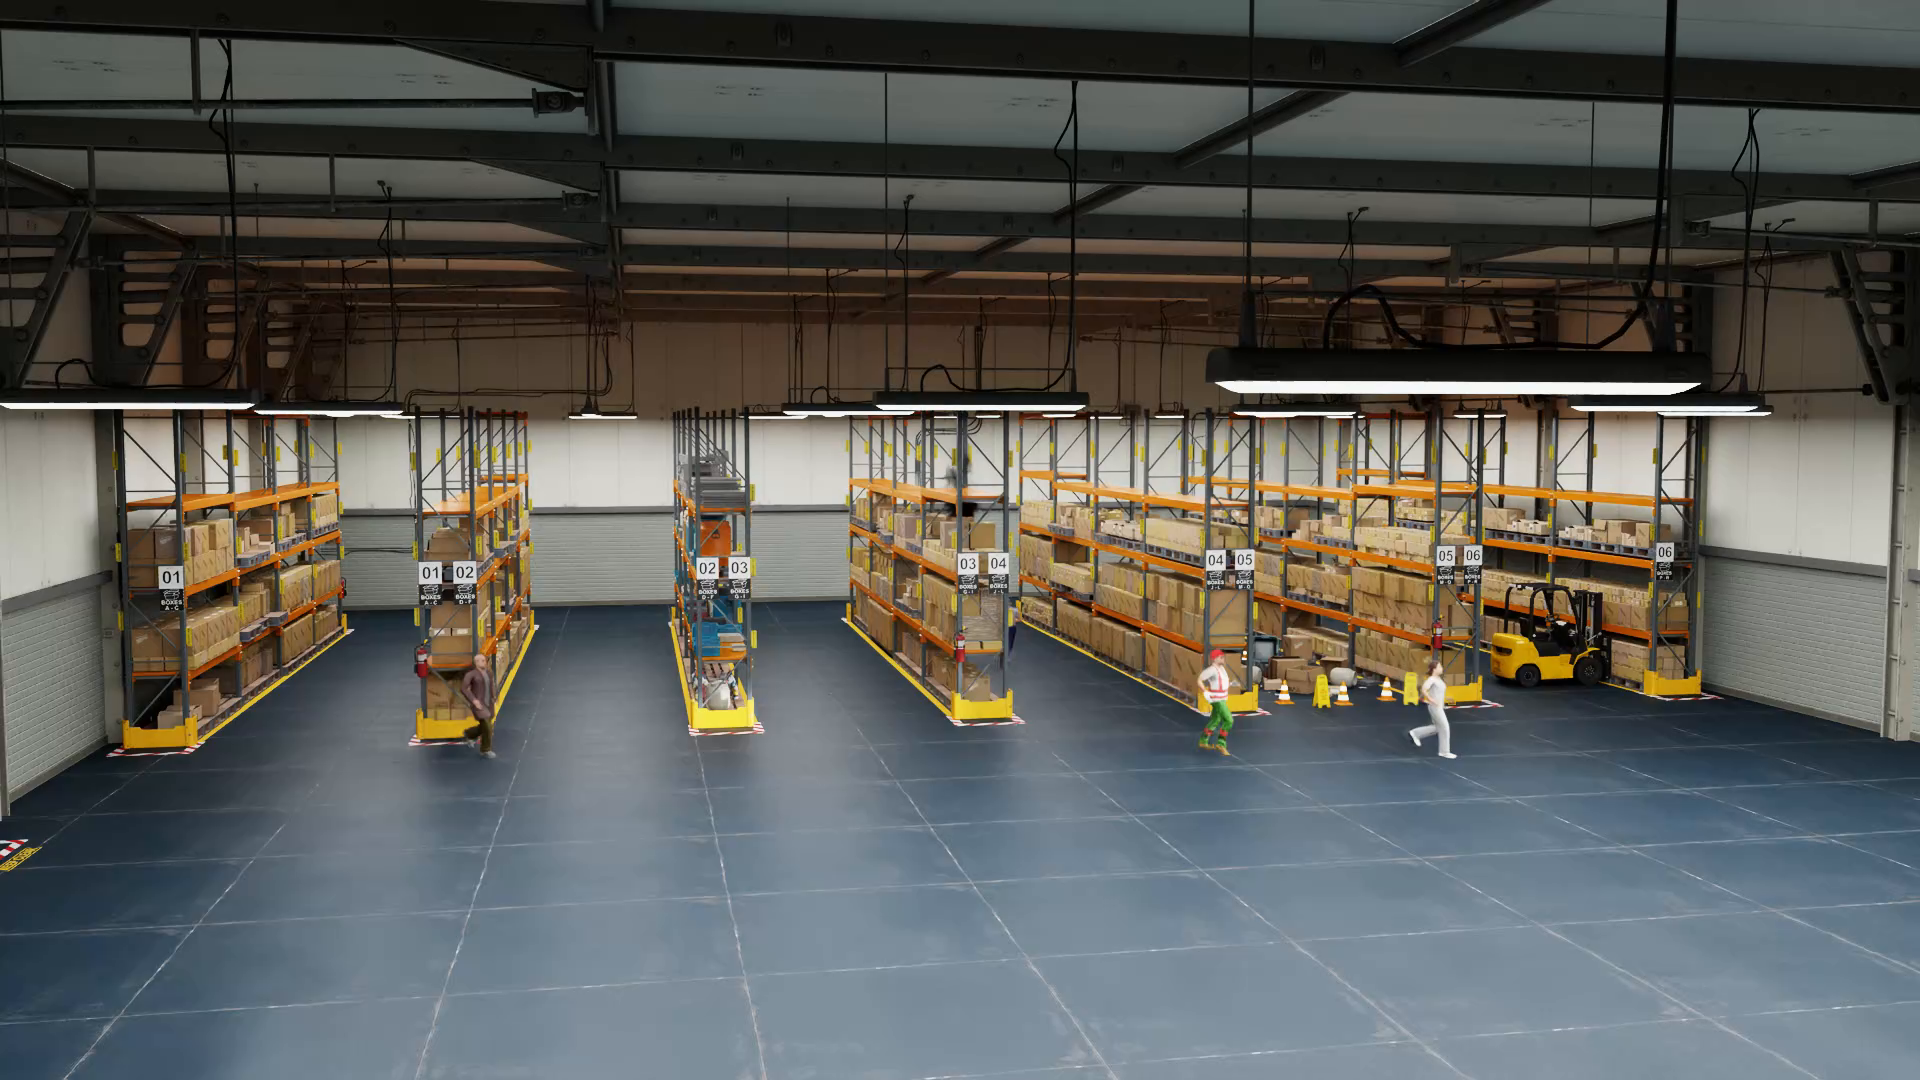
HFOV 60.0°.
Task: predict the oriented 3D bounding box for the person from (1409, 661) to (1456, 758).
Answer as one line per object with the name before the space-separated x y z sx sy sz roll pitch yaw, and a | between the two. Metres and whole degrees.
person | 8.095 2.887 28.464 0.818 1.660 0.566 2 5 29

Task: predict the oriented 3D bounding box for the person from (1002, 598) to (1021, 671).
person | 1.118 2.161 38.609 0.568 1.683 0.866 -1 4 -12

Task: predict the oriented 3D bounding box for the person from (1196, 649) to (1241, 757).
person | 4.448 2.797 28.602 0.758 1.839 0.646 2 5 26

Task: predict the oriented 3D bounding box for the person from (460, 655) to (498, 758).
person | -8.268 2.834 28.509 0.803 1.756 0.739 2 4 24
